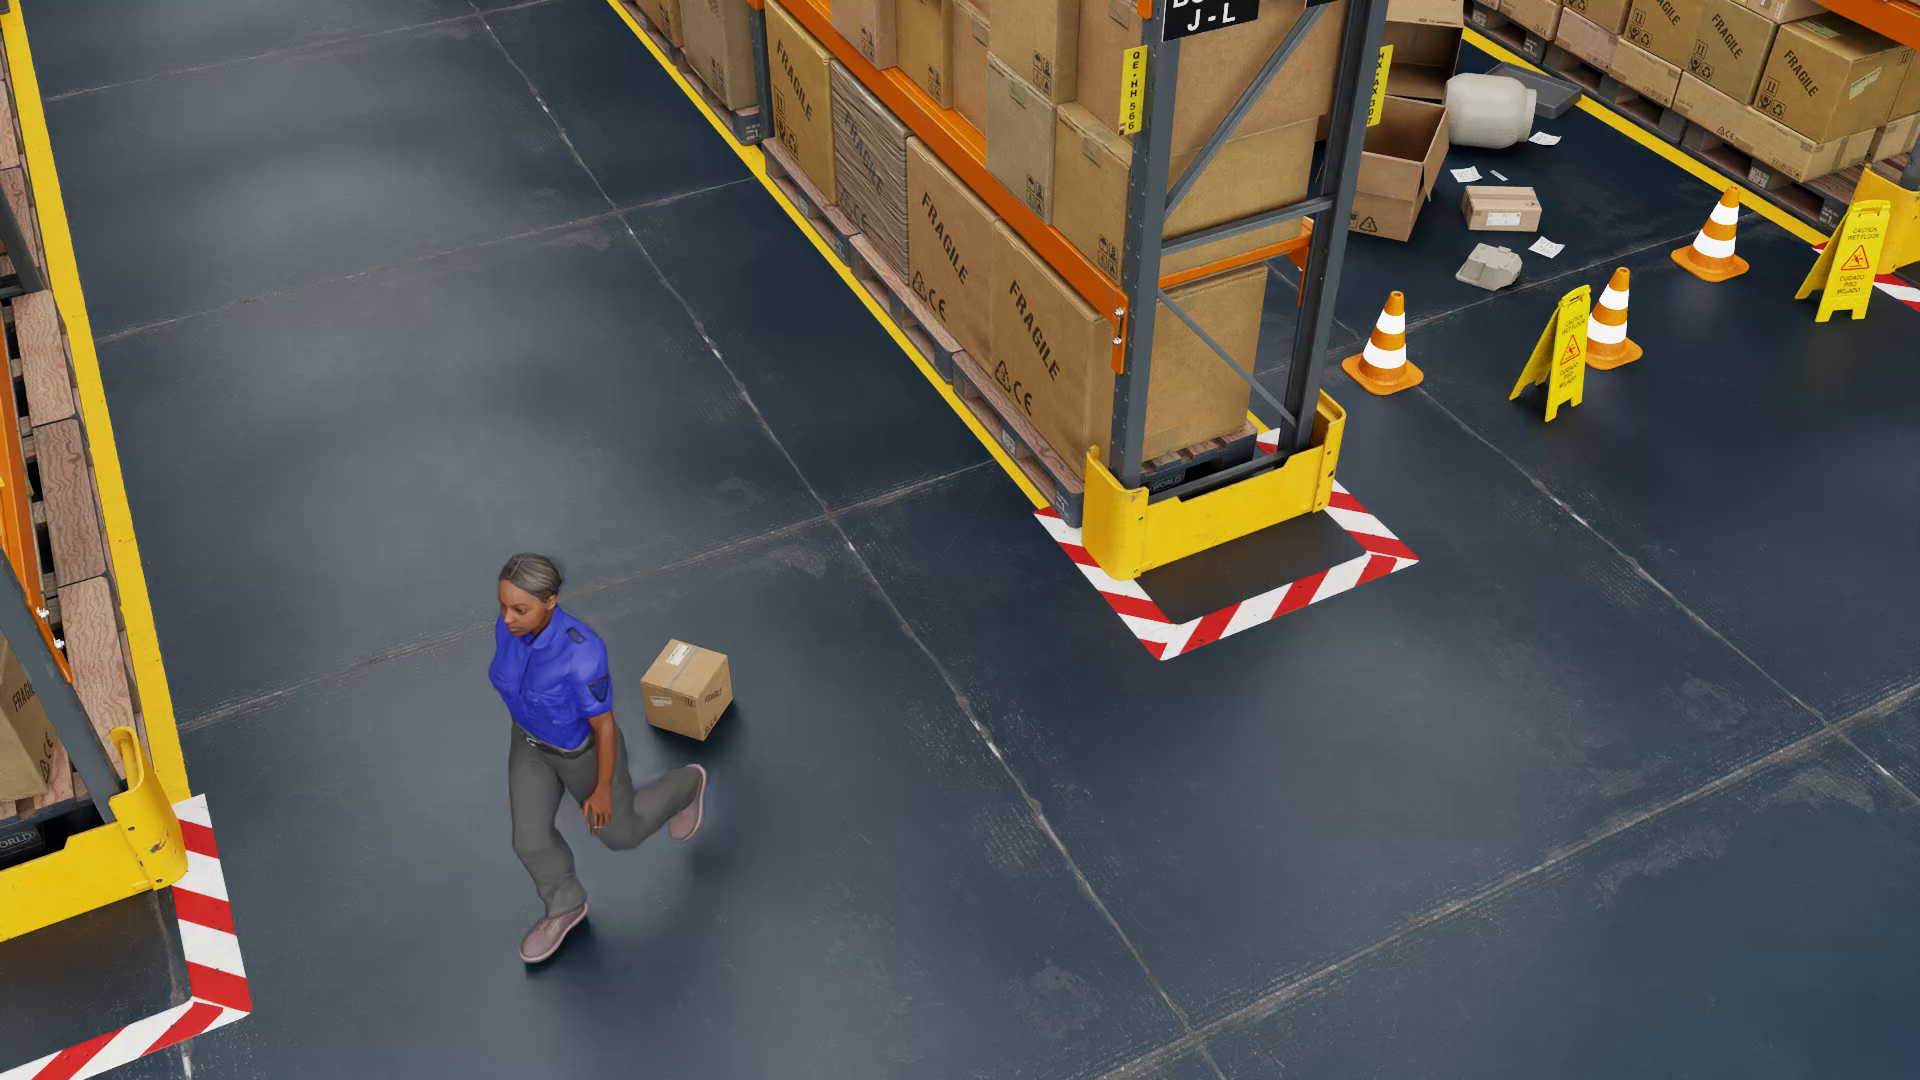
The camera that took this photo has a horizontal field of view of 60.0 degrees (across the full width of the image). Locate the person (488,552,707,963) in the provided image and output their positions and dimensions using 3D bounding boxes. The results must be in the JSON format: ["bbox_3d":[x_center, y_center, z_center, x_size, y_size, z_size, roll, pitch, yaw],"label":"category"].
[{"bbox_3d":[-1.226,0.638,5.440,0.459,1.604,0.846,21,46,22],"label":"person"}]
